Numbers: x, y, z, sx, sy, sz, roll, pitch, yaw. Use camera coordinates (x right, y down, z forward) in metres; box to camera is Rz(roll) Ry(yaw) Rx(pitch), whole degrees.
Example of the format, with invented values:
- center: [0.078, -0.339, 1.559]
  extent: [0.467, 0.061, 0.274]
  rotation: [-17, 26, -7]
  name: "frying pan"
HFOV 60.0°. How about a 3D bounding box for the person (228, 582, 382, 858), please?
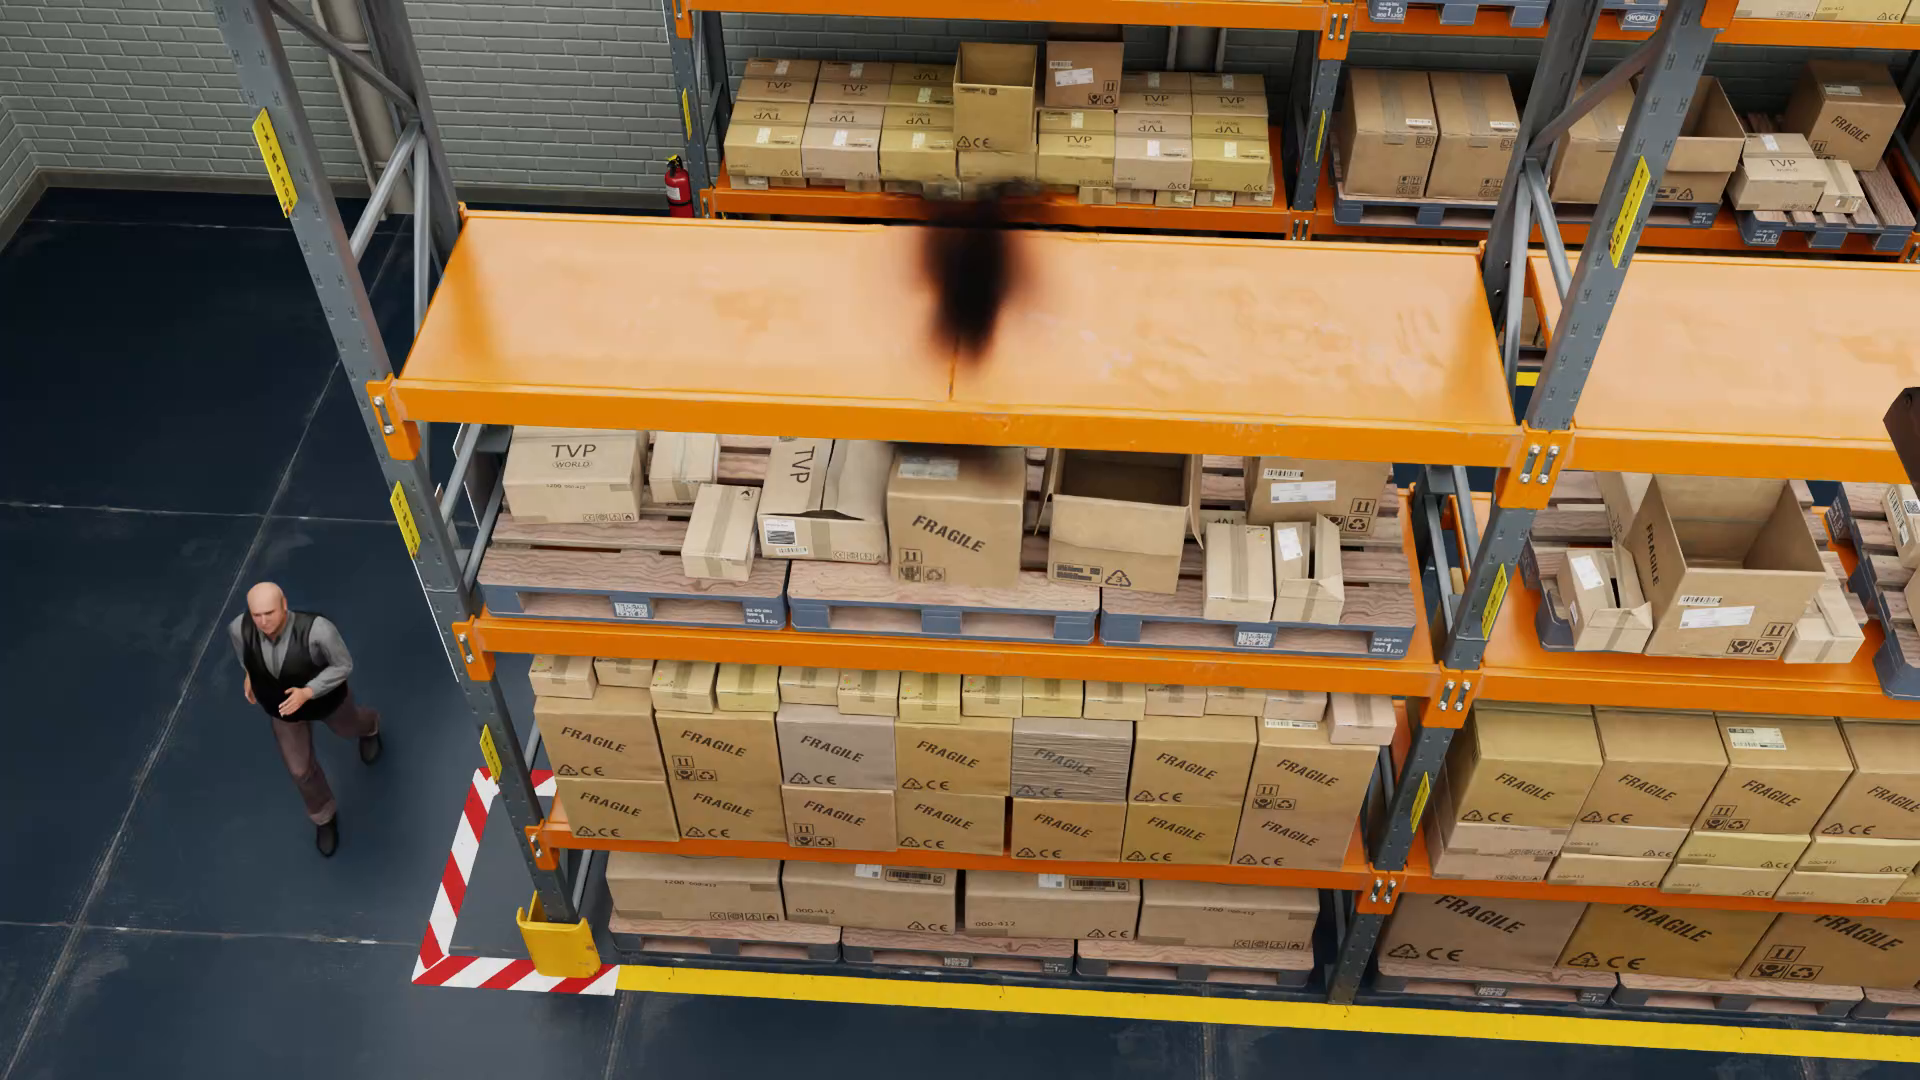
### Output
- center: [-3.447, 0.848, 8.800]
  extent: [0.650, 1.765, 0.844]
  rotation: [-4, 48, -4]
  name: "person"
